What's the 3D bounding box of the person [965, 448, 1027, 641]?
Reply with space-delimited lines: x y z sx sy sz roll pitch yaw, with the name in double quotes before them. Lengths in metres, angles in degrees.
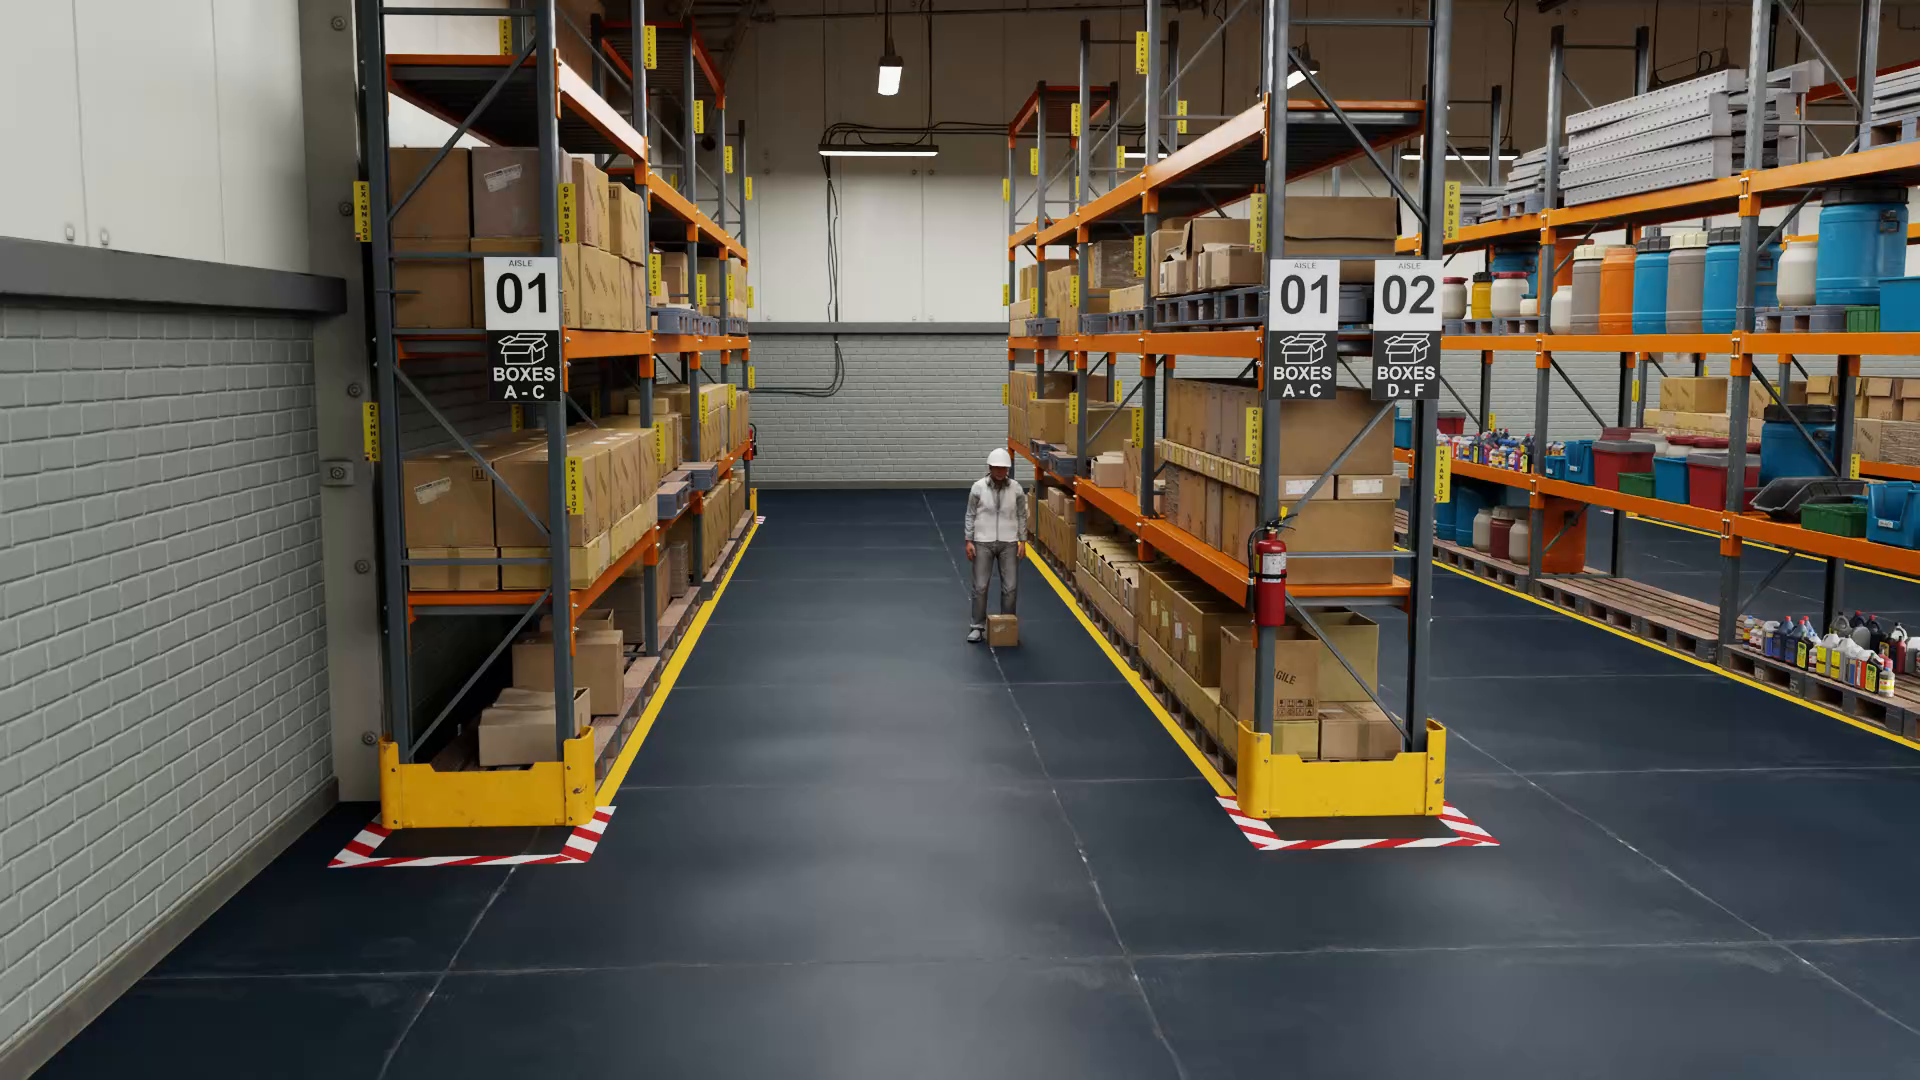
"person" 0.331 0.038 15.311 0.578 1.770 0.462 -1 7 -5
